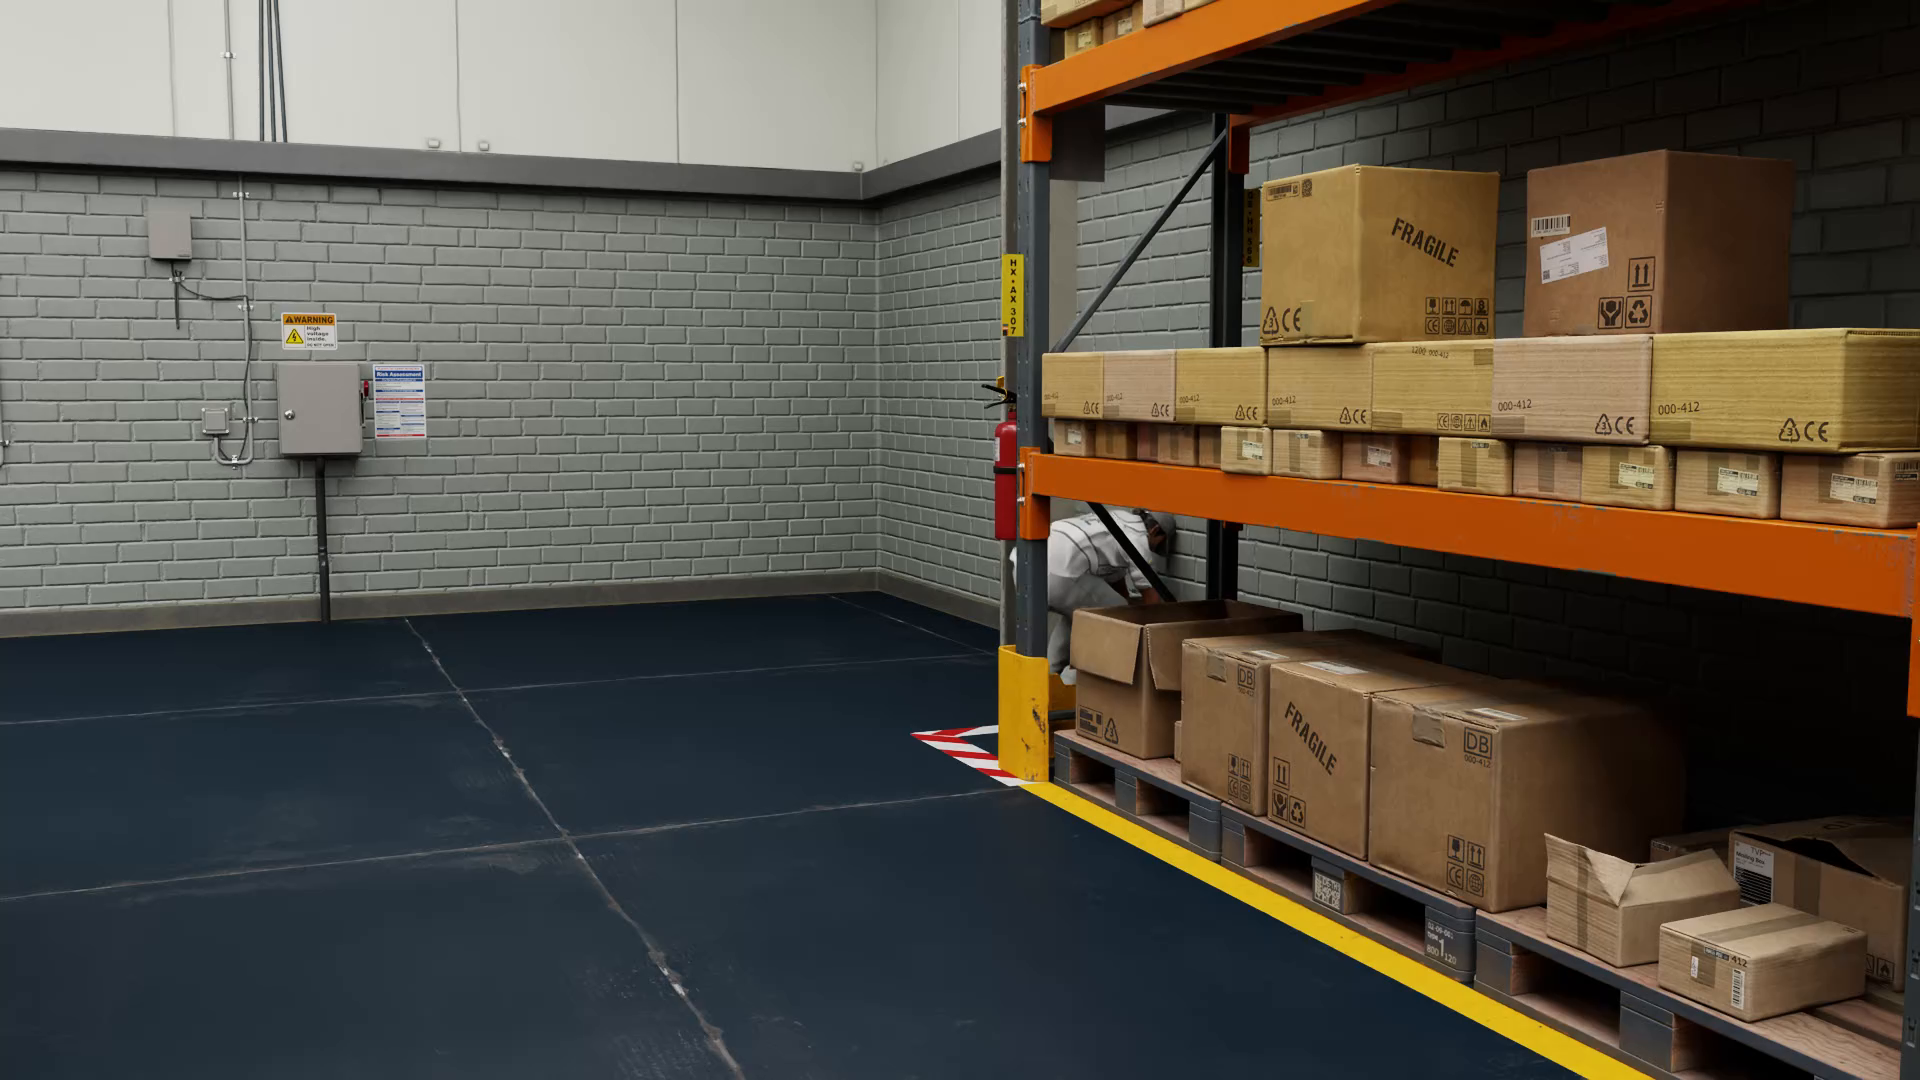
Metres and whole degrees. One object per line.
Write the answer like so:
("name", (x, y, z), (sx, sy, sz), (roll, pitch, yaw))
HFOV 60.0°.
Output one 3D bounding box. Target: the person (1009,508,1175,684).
("person", (0.704, 0.311, 8.519), (0.929, 0.950, 0.521), (-3, 6, -26))
